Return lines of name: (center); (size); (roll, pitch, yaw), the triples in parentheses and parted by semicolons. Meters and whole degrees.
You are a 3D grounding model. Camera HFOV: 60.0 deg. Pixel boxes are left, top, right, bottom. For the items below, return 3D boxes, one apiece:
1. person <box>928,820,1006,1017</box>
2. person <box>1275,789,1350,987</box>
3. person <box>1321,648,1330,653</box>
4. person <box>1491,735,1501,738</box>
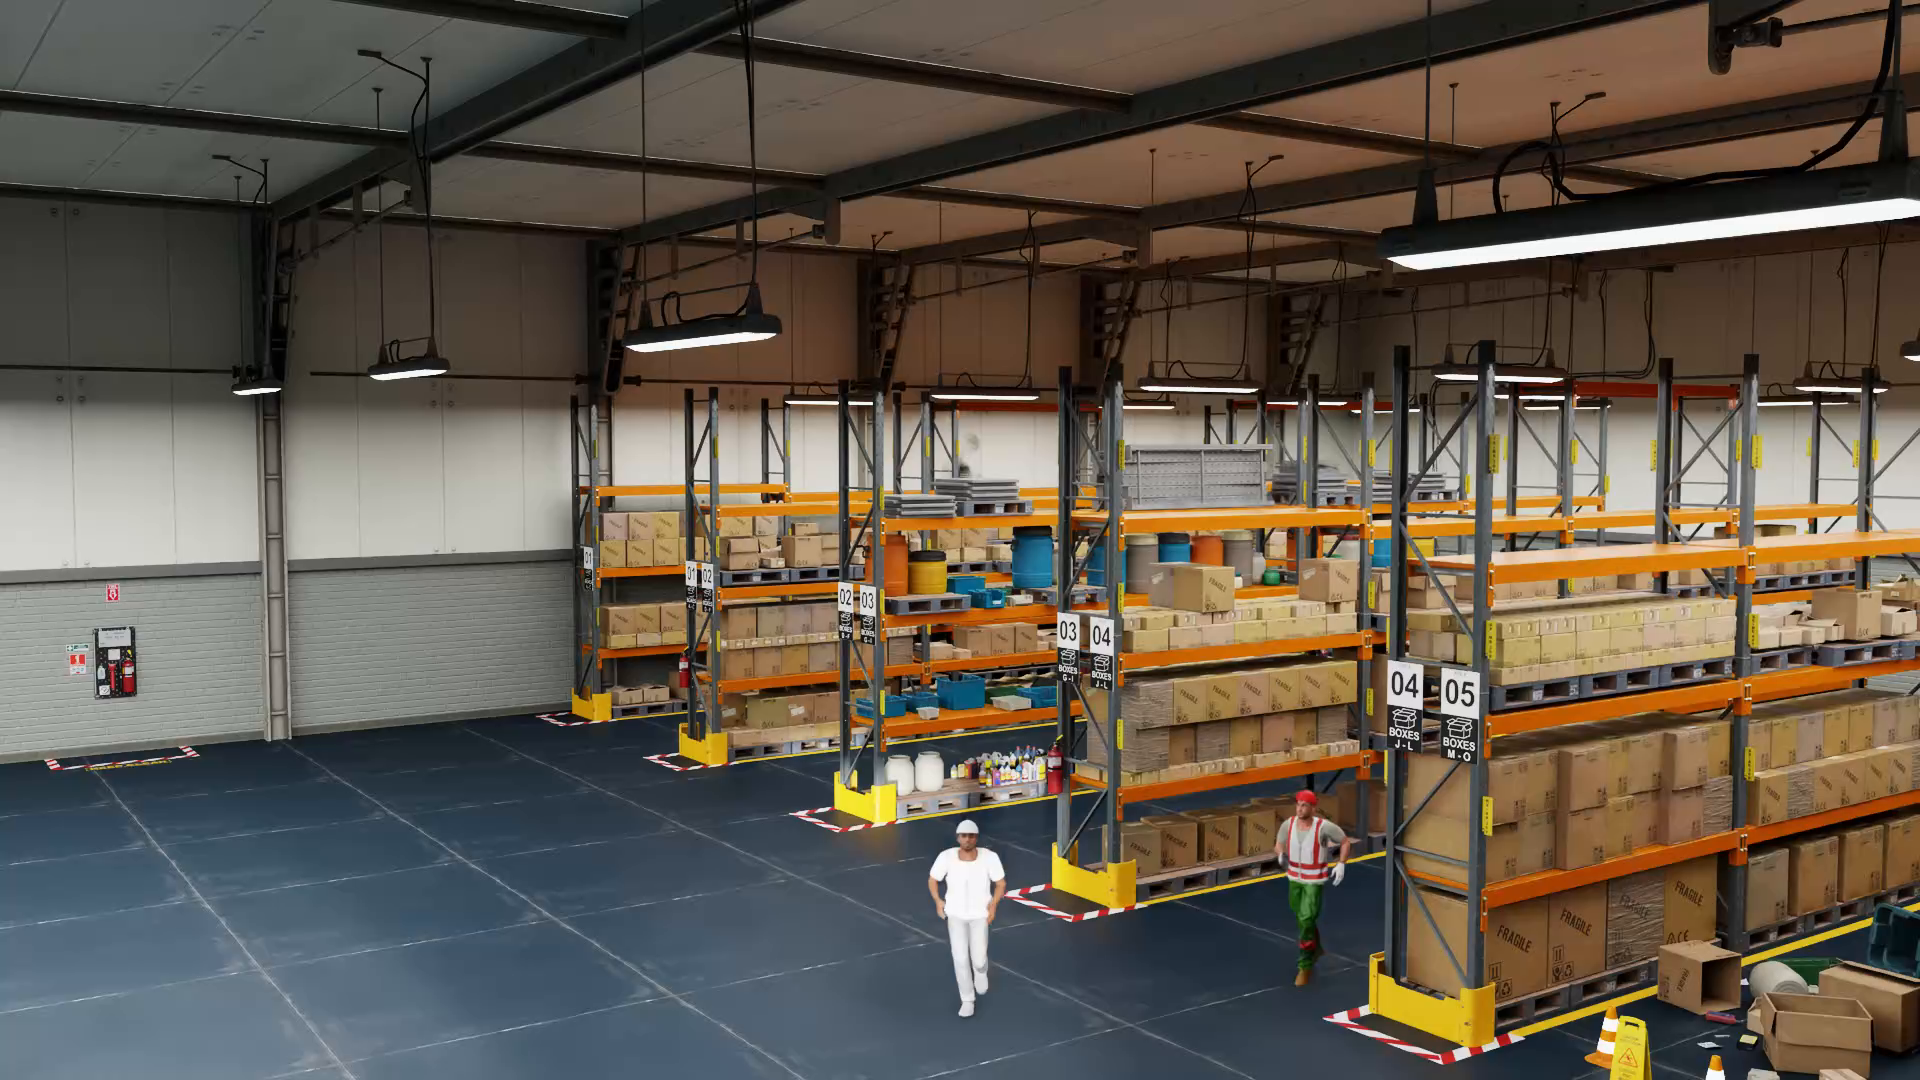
person: (0.058, 3.388, 15.117); (0.695, 1.734, 0.633); (0, 3, 3)
person: (3.349, 3.318, 15.986); (0.678, 1.865, 0.781); (3, 5, 41)
person: (7.277, 2.372, 32.102); (0.710, 1.762, 0.862); (3, 5, 43)
person: (6.120, 3.108, 19.039); (0.944, 1.776, 0.691); (-3, 5, -43)
